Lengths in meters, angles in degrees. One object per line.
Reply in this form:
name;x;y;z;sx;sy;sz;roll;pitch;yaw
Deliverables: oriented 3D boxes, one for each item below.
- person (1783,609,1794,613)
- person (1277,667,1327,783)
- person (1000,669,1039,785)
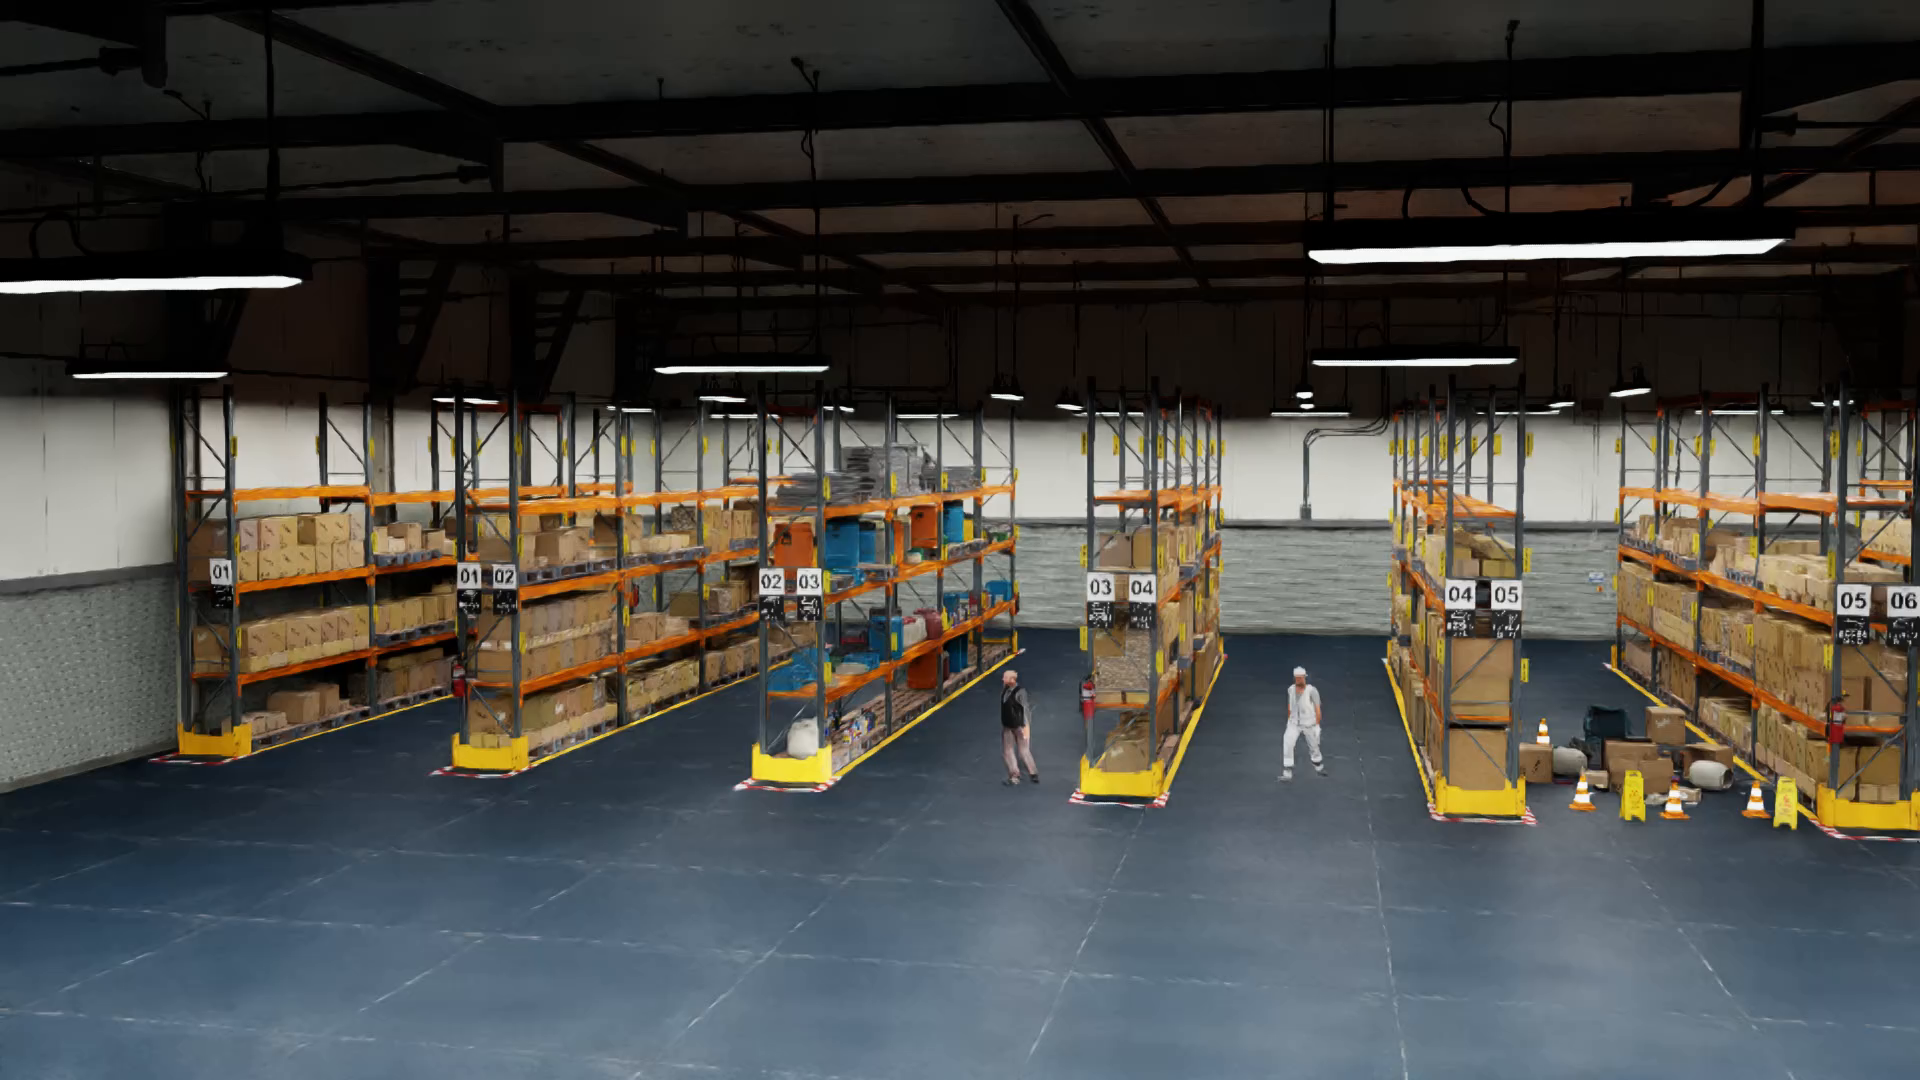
person;18.801;2.088;37.639;0.530;1.636;0.595;-1;3;-14
person;5.139;2.749;24.902;0.598;1.734;0.988;2;4;33
person;0.878;2.768;24.728;0.553;1.708;0.578;-3;4;-41
